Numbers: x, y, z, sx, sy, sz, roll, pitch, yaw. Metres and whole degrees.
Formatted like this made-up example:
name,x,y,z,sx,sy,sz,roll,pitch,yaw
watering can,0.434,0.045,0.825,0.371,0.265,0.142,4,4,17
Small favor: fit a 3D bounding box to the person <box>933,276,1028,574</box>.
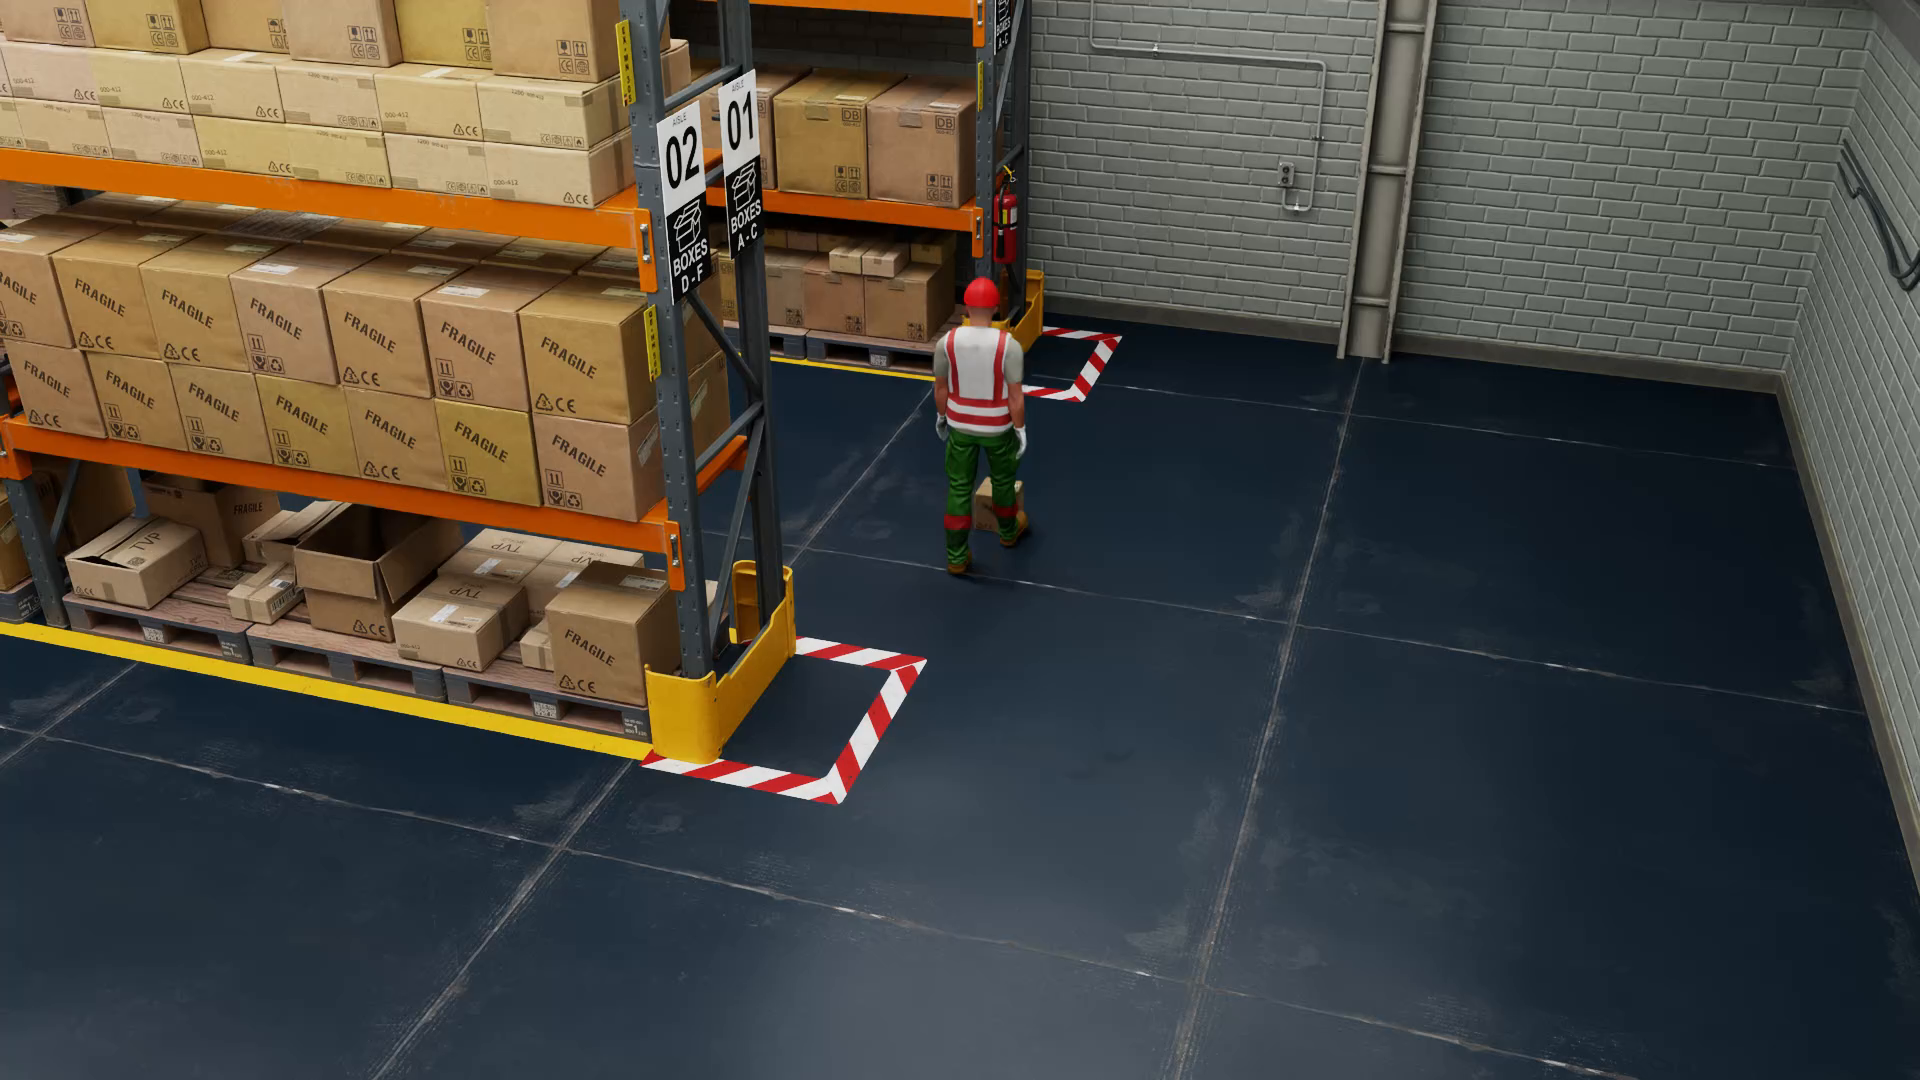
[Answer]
name,x,y,z,sx,sy,sz,roll,pitch,yaw
person,0.144,-0.713,9.756,0.567,1.781,0.715,6,30,11
